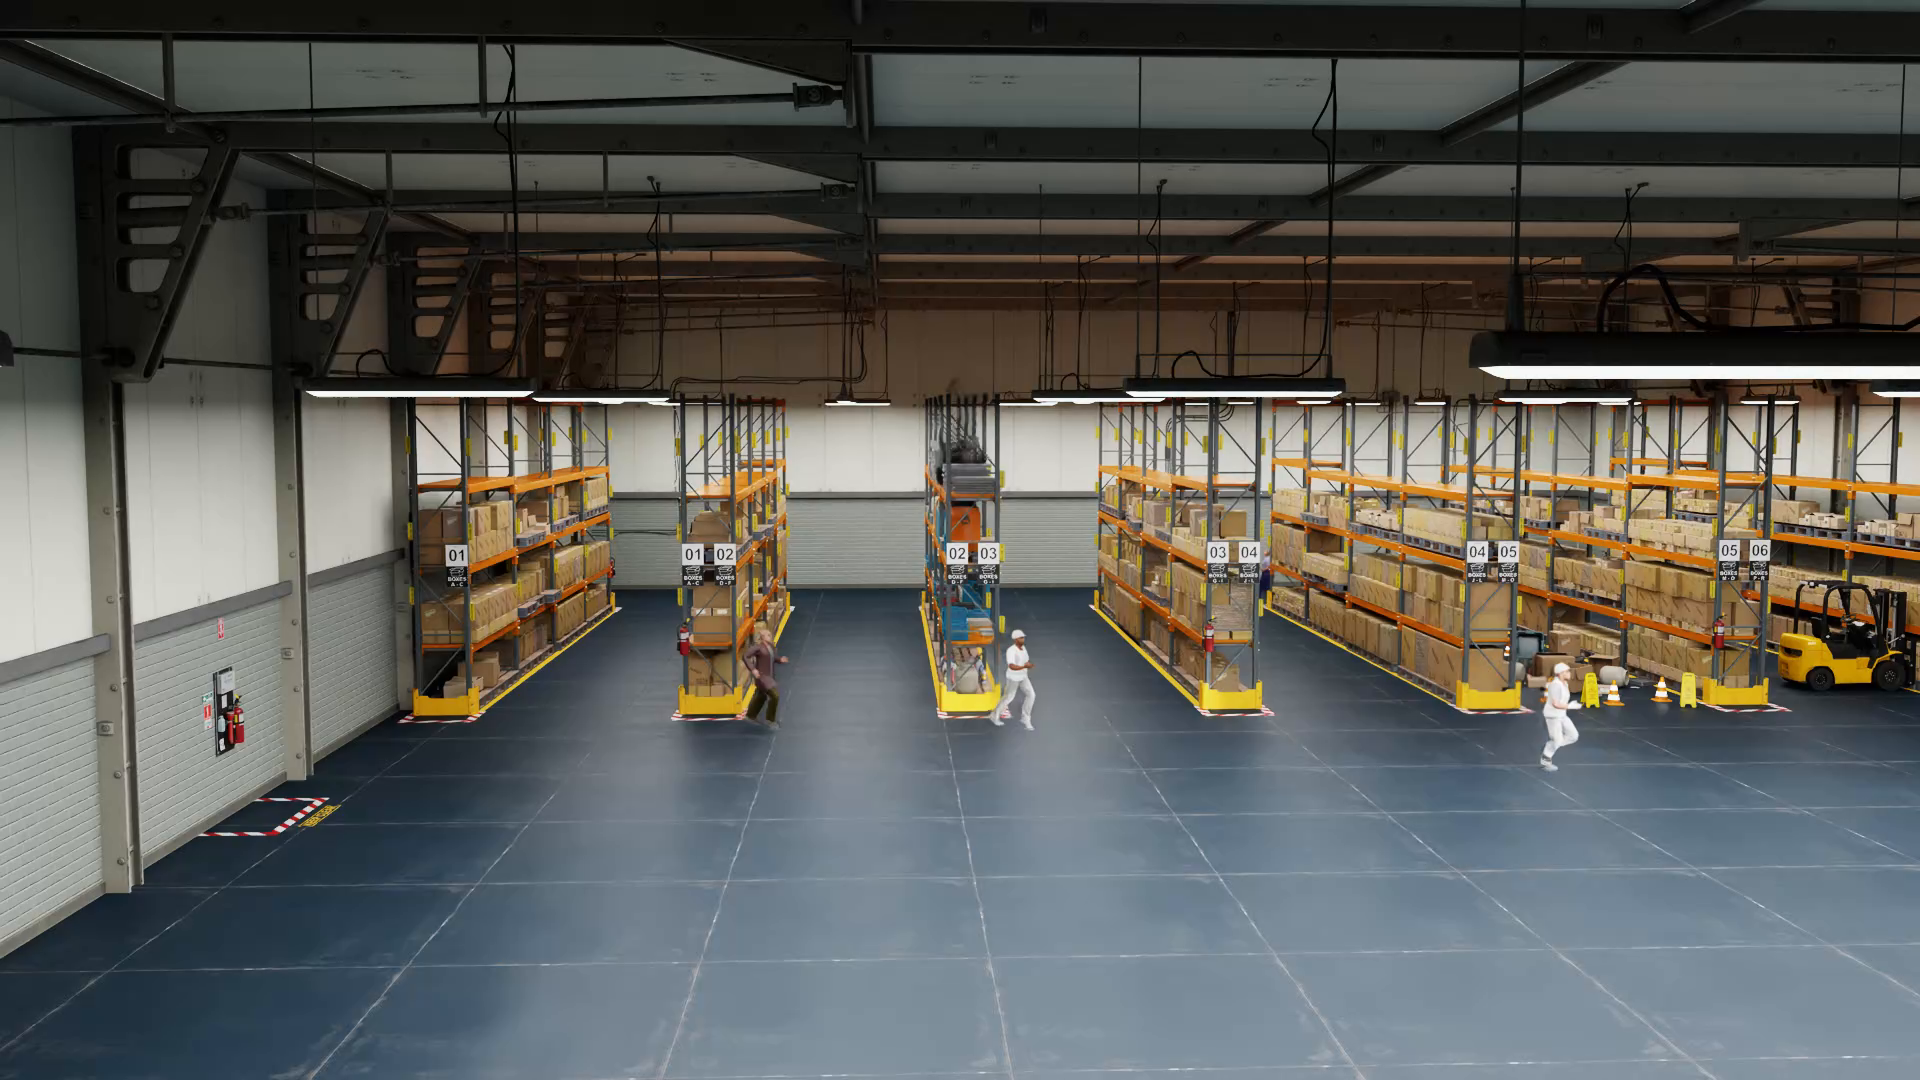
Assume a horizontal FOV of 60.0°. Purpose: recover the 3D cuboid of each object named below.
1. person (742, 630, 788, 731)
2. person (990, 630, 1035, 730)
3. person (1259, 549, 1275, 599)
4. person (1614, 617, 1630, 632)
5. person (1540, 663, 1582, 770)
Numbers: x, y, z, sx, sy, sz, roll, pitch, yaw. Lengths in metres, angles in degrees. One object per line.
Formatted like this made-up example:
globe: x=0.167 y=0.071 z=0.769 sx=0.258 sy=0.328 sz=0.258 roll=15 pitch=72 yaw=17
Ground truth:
person: x=-3.508 y=2.504 z=29.659 sx=0.916 sy=1.825 sz=0.729 roll=2 pitch=5 yaw=19
person: x=0.994 y=2.498 z=29.718 sx=0.899 sy=1.809 sz=0.713 roll=3 pitch=5 yaw=32
person: x=9.002 y=1.048 z=49.033 sx=0.896 sy=1.591 sz=0.638 roll=1 pitch=5 yaw=11
person: x=16.924 y=1.514 z=42.551 sx=0.651 sy=1.688 sz=0.607 roll=-1 pitch=5 yaw=-13
person: x=9.462 y=2.784 z=26.158 sx=0.657 sy=1.728 sz=0.707 roll=3 pitch=6 yaw=36
